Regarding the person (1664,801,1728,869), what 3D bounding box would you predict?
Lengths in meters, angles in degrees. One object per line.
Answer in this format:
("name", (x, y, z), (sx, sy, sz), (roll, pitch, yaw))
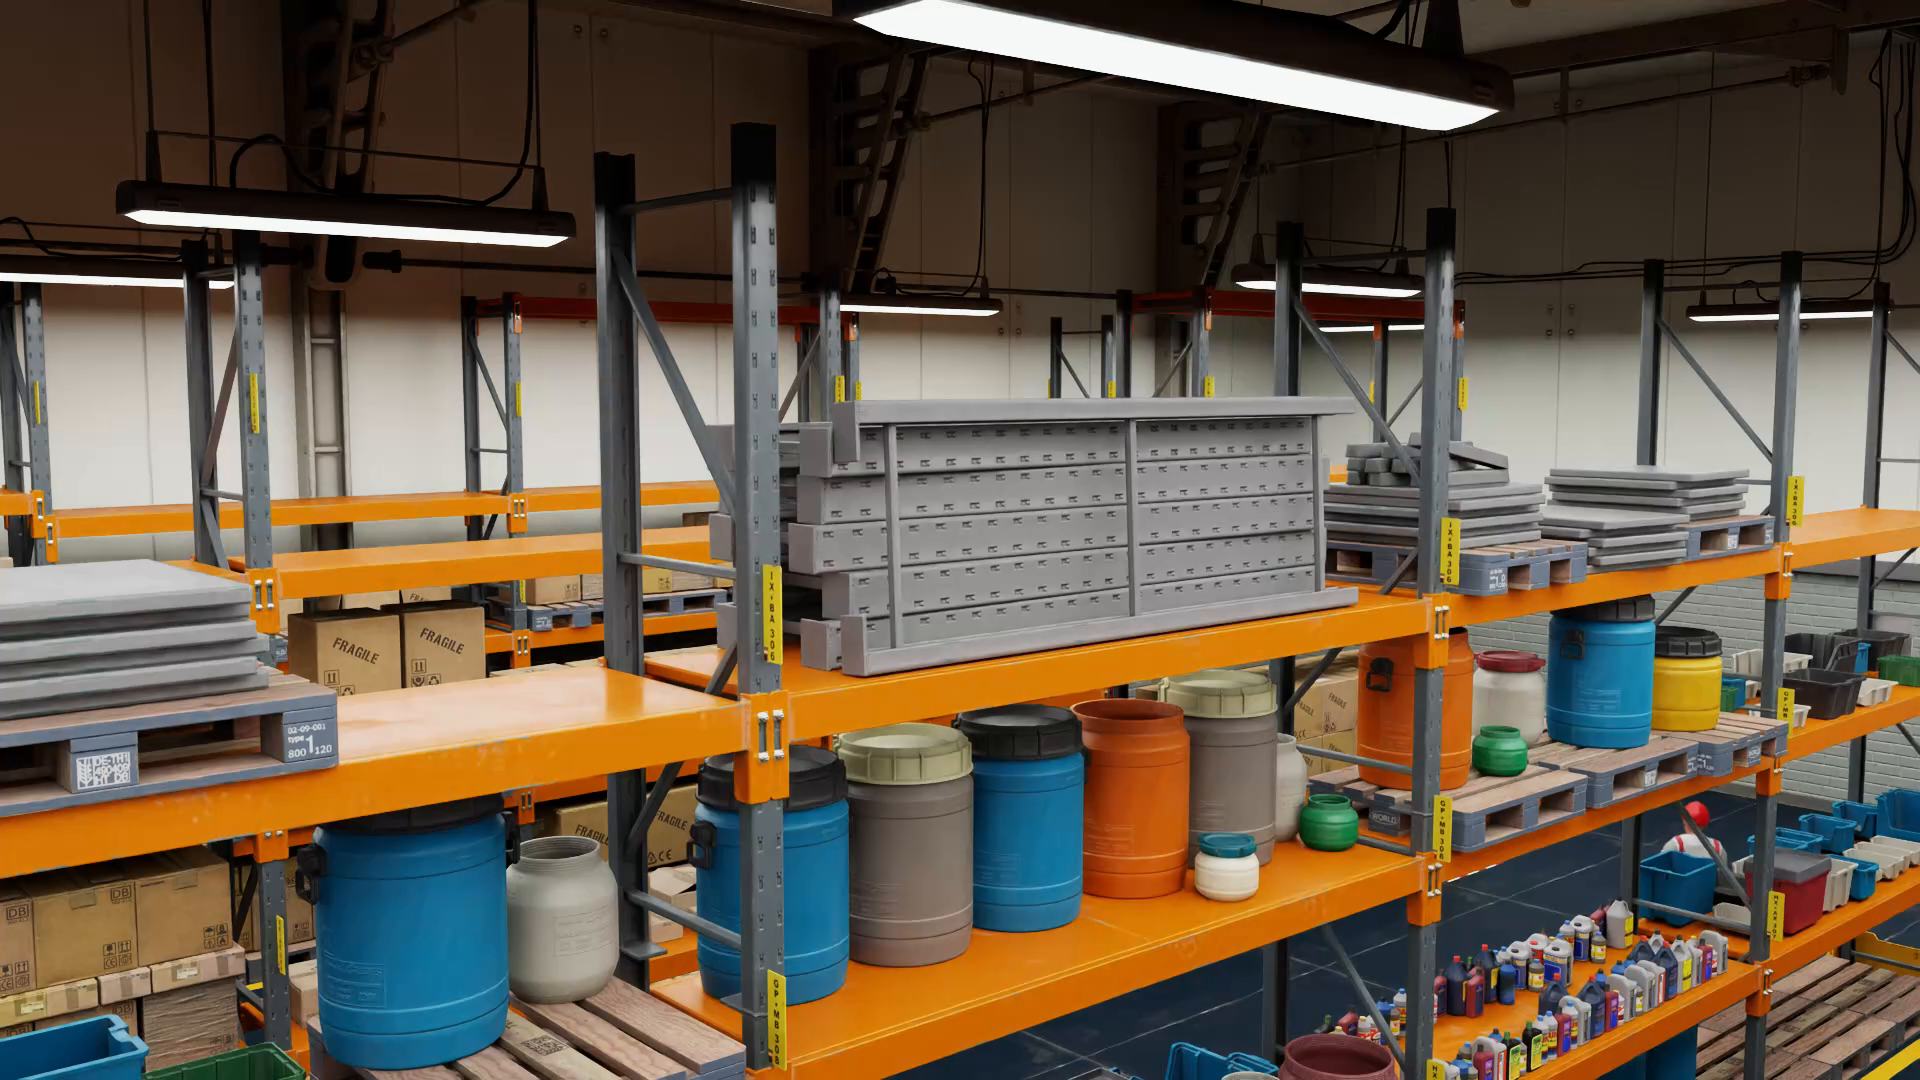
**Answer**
("person", (5.927, 3.022, 13.471), (0.502, 1.820, 0.621), (3, 6, 26))
